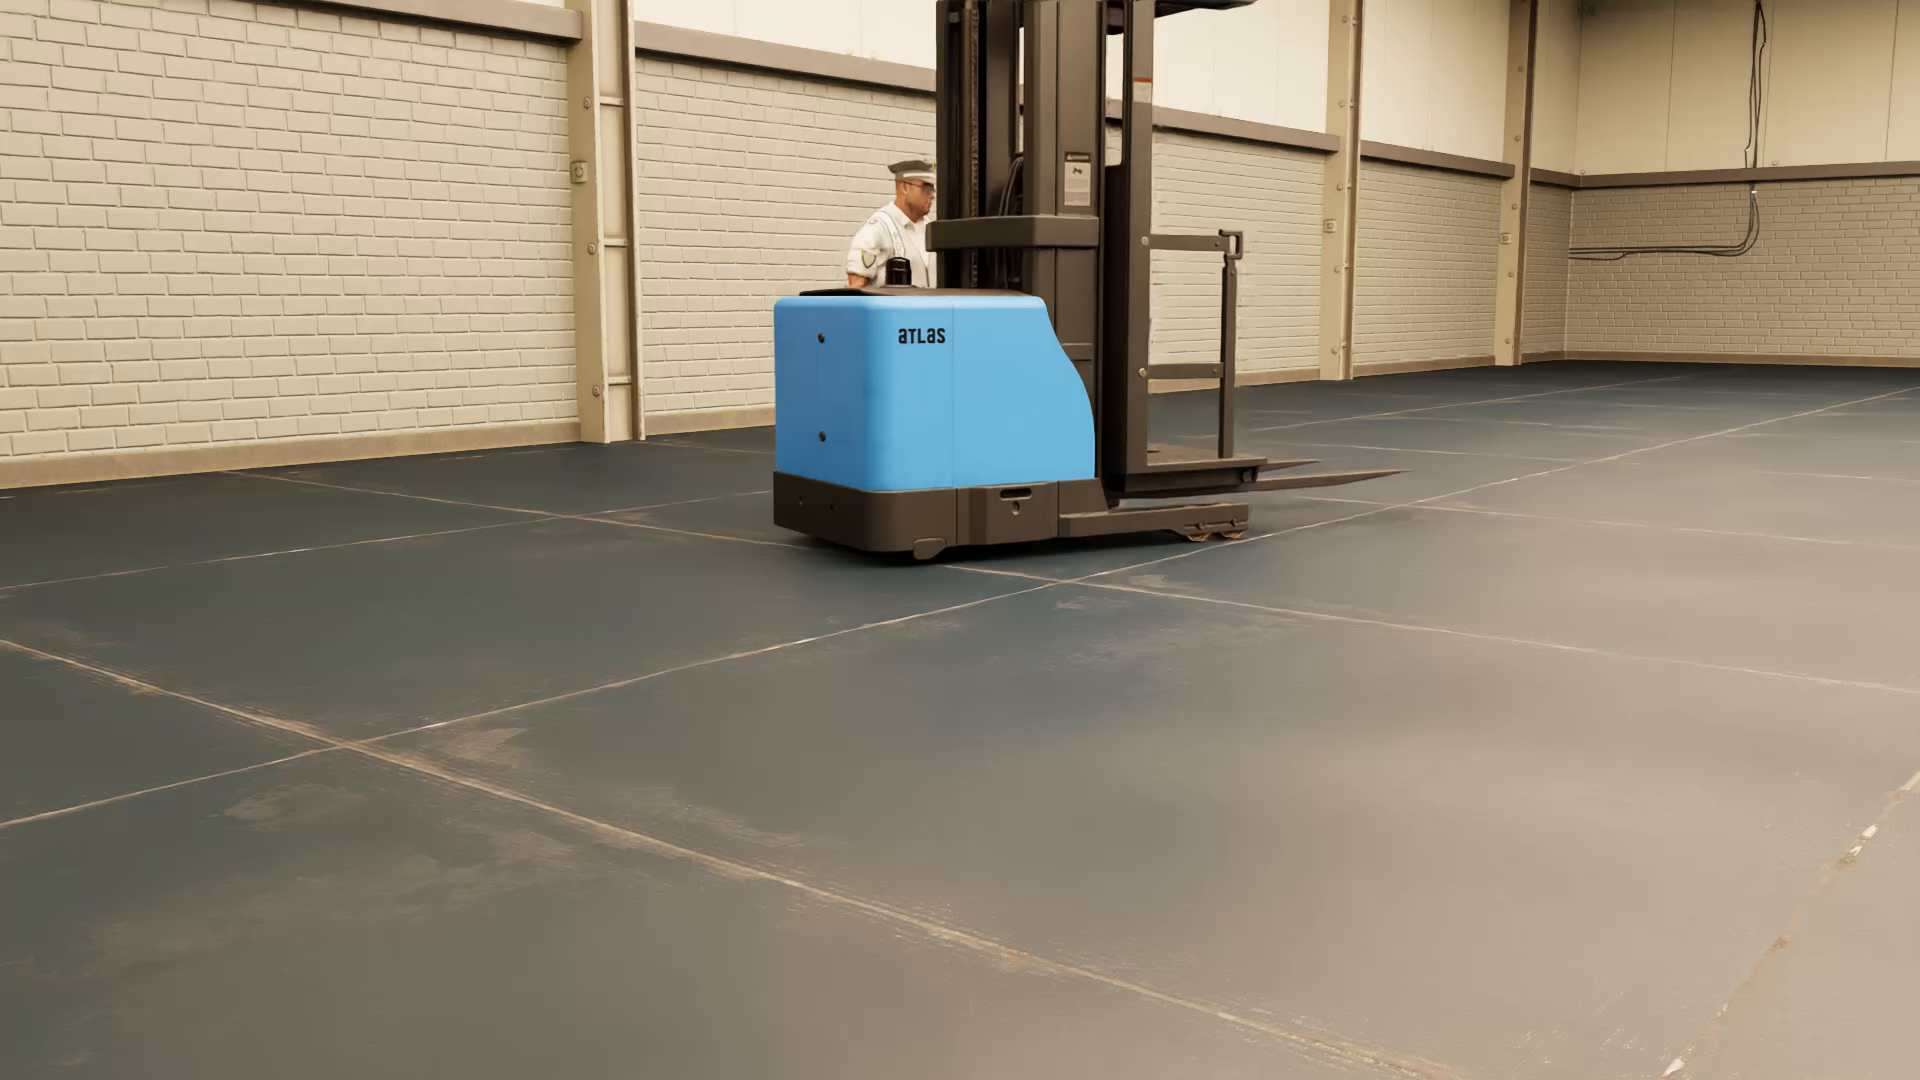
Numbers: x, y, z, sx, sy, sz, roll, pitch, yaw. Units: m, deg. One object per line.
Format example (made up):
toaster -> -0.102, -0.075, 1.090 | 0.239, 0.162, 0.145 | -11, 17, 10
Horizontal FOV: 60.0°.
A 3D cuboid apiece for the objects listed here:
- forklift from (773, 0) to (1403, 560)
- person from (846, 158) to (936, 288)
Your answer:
forklift -> 0.706, -1.501, 7.537 | 3.031, 2.935, 1.130 | -5, 10, -30
person -> -0.235, -0.991, 8.189 | 0.450, 1.733, 0.749 | 7, 11, 40
